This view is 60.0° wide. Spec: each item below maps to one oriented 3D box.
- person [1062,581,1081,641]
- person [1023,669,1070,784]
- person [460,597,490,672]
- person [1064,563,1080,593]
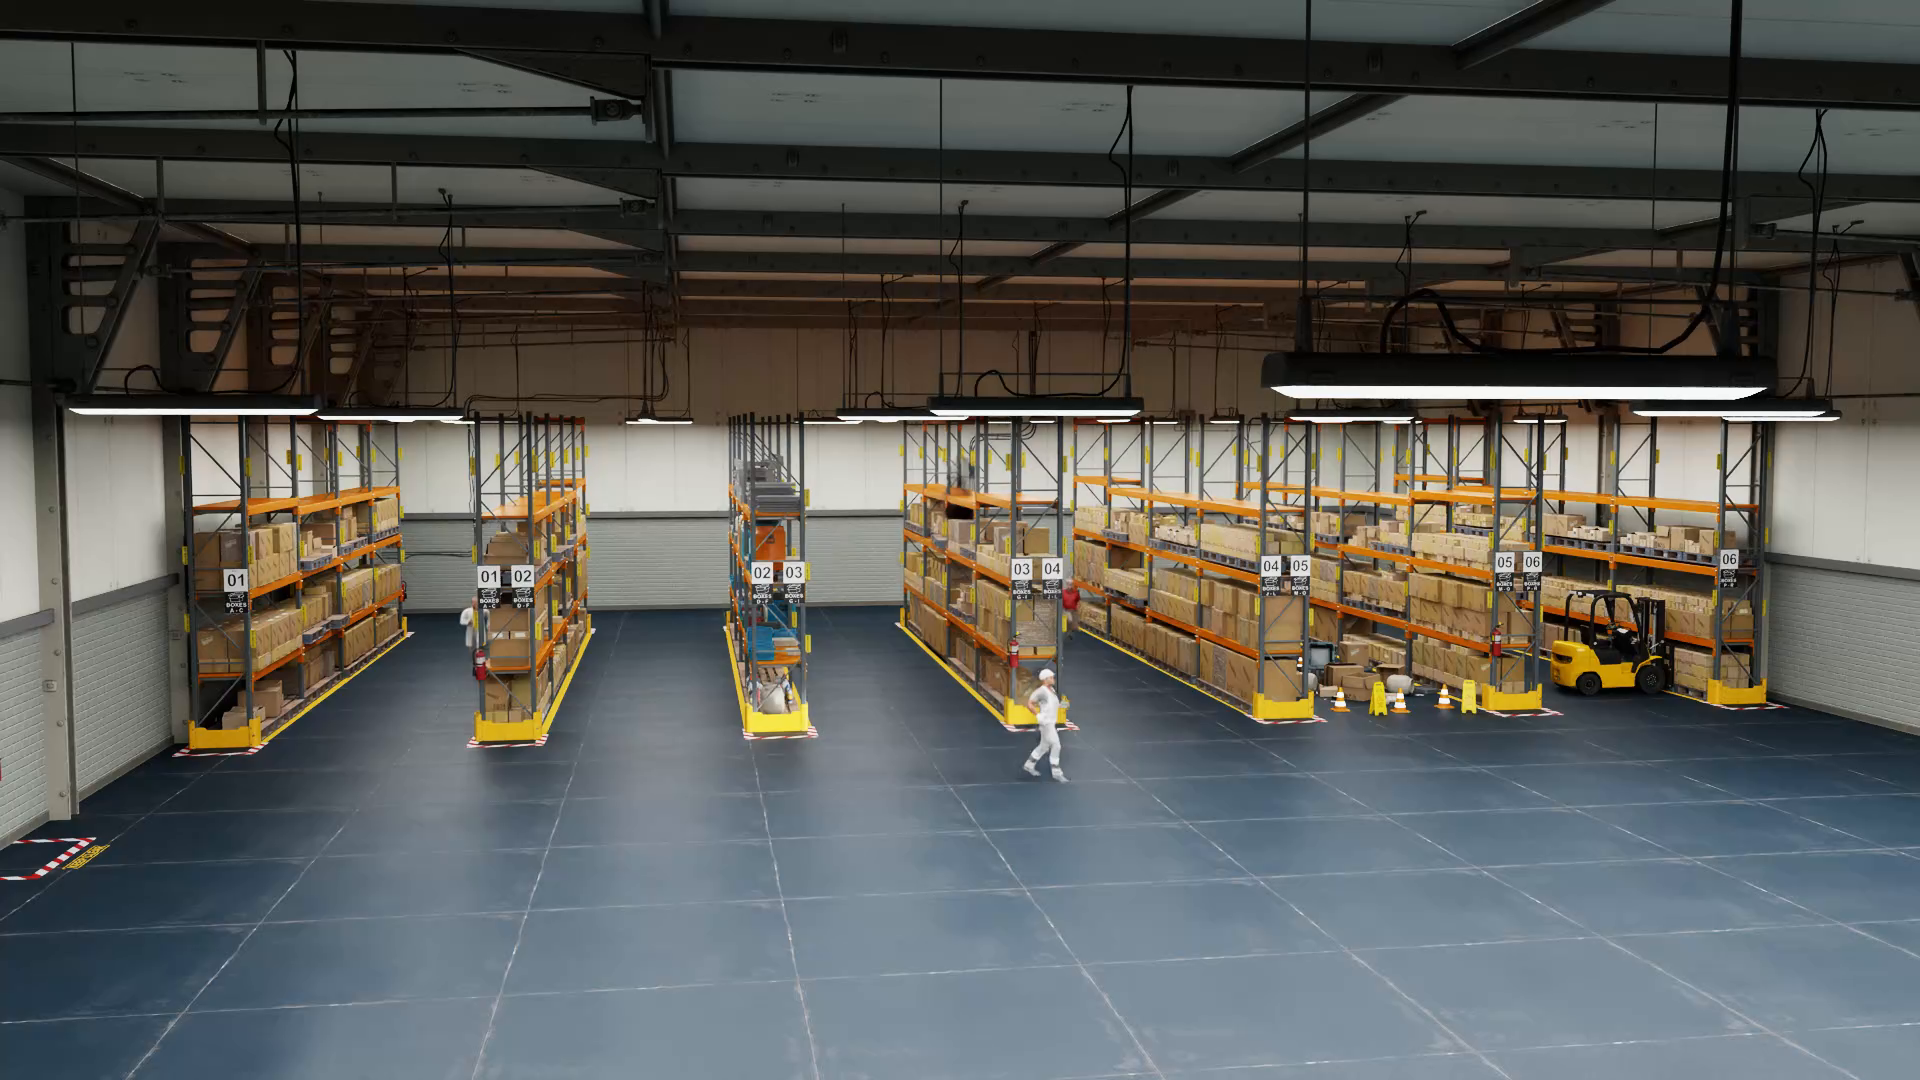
[{"bbox_3d":[2.869,1.885,43.543,0.669,1.613,0.807,-1,4,-10],"label":"person"},{"bbox_3d":[1.398,2.993,26.858,0.814,1.824,0.640,1,4,18],"label":"person"},{"bbox_3d":[-11.151,2.325,38.311,0.677,1.650,0.866,-1,4,-8],"label":"person"},{"bbox_3d":[3.411,1.480,49.421,0.708,1.818,0.647,-1,4,-19],"label":"person"}]
